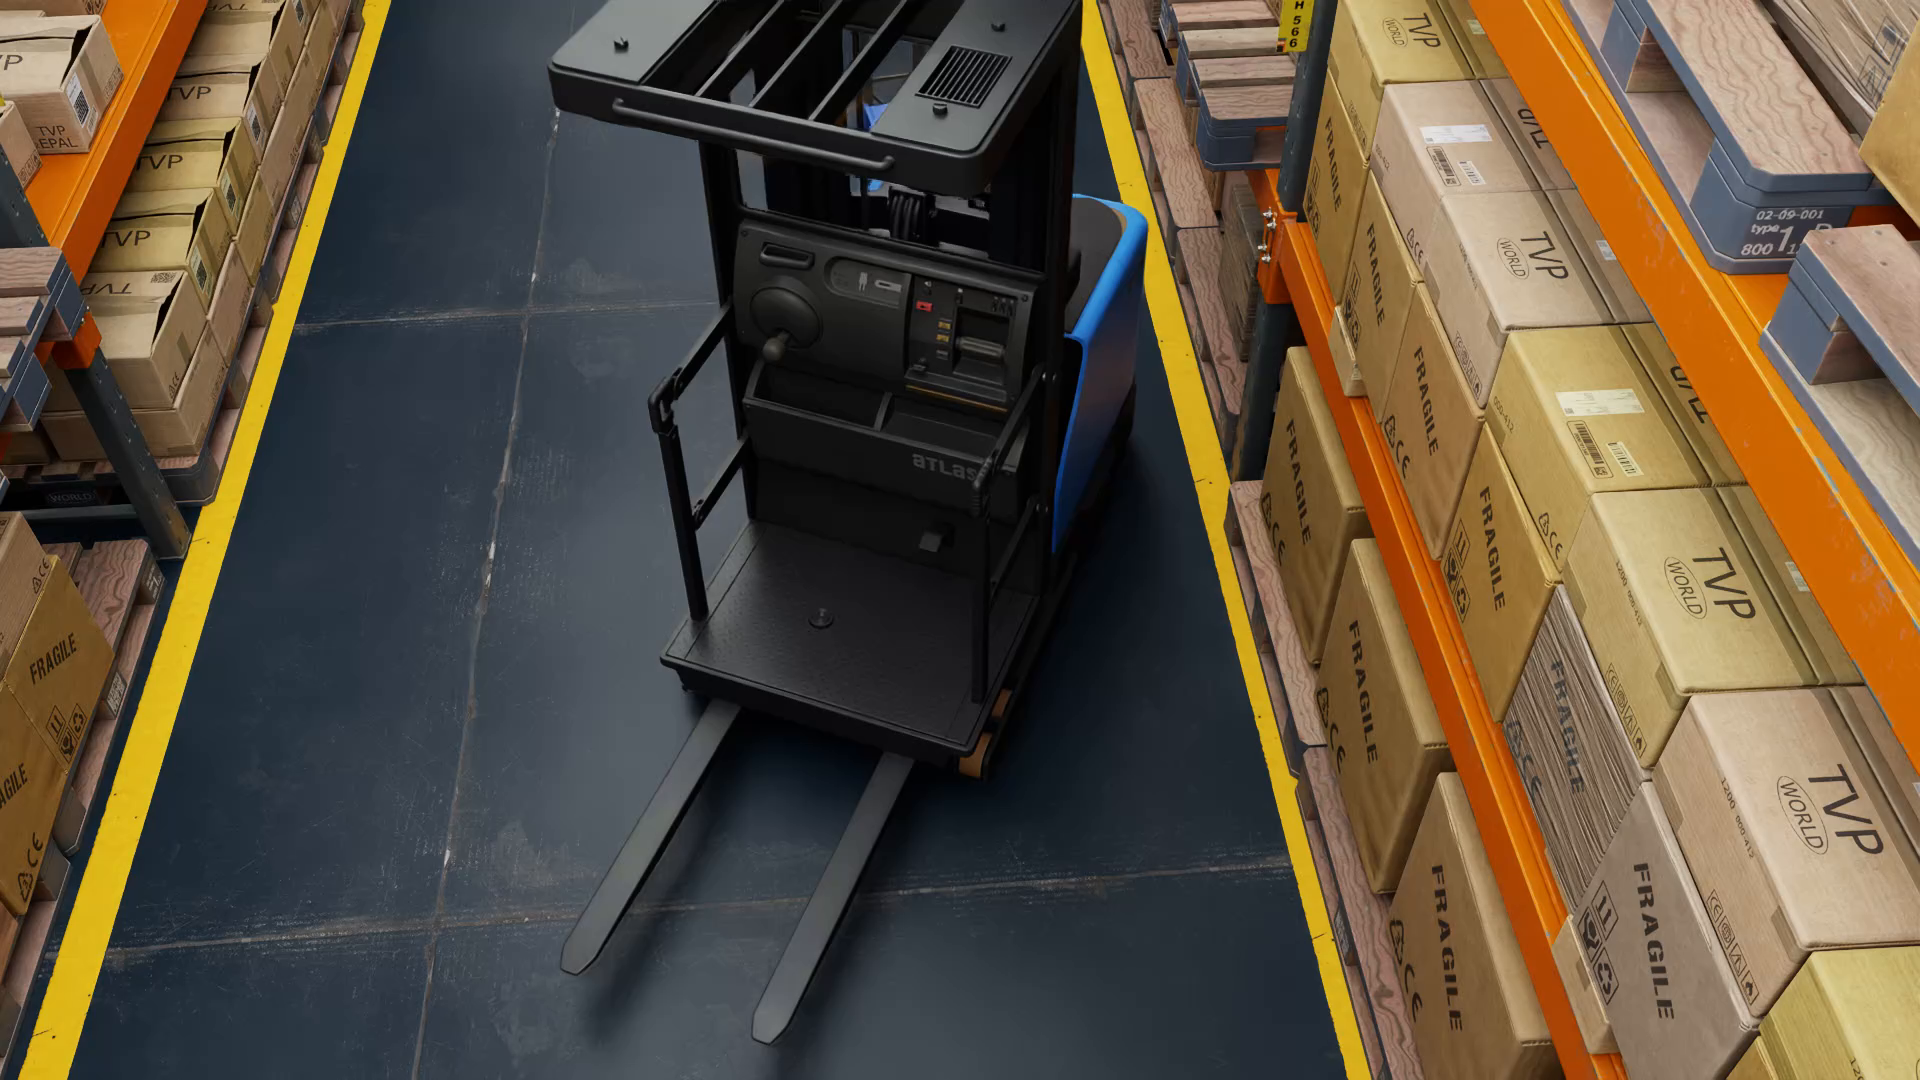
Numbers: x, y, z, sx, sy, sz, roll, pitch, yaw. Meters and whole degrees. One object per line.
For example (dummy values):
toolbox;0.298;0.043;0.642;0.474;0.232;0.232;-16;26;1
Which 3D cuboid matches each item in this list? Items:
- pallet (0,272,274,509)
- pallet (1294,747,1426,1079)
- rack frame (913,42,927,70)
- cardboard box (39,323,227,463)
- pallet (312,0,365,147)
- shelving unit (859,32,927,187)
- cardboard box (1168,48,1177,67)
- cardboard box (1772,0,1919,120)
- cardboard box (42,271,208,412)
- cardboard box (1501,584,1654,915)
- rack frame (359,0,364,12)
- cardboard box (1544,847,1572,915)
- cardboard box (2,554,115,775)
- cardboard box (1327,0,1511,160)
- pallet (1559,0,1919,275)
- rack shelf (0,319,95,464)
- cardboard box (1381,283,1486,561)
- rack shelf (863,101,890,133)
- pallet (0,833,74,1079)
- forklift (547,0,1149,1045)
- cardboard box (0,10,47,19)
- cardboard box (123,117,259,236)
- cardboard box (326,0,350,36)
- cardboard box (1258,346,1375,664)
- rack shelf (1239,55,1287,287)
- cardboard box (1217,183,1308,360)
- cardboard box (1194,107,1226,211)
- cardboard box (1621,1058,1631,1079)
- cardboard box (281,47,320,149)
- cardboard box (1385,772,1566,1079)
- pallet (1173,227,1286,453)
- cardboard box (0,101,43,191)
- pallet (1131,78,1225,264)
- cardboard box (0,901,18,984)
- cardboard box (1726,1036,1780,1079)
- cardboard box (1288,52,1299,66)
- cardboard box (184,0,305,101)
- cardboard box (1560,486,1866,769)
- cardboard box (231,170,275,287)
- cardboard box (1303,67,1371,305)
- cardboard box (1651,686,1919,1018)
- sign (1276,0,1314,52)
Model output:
pallet;-3.412;-0.608;6.681;1.003;0.211;1.213;-3;47;-3
pallet;1.644;1.141;5.024;1.003;0.211;1.213;-3;47;-3
rack frame;0.080;-1.275;6.425;0.500;1.500;0.032;-11;47;-10
cardboard box;-3.133;-0.565;6.324;0.500;0.250;0.500;-4;47;-3
pallet;-3.616;-2.374;8.353;1.003;0.211;1.213;-3;47;-3
shelving unit;-0.046;-1.633;6.763;0.538;1.500;1.048;-11;47;-10
cardboard box;1.390;-2.556;8.024;0.700;0.500;0.500;-4;47;-4
cardboard box;1.835;-1.005;2.698;0.700;0.500;0.500;-4;47;-3
cardboard box;-3.133;-0.758;6.120;0.500;0.311;0.500;-2;47;-2
cardboard box;1.513;0.426;3.493;0.500;0.500;0.500;-3;47;-3
rack frame;-3.717;-3.863;7.843;1.000;3.000;0.127;-3;47;-3
cardboard box;1.522;0.733;3.649;0.380;0.149;0.250;-3;47;-3
cardboard box;-3.070;0.401;5.222;0.500;0.500;0.500;-2;47;-2
cardboard box;1.337;-1.309;4.620;0.500;0.250;0.500;-2;47;-2
pallet;1.757;-0.968;3.165;1.003;0.211;1.213;-2;47;-1
rack shelf;-3.215;0.725;3.993;1.077;0.370;4.000;-3;47;-3
cardboard box;1.415;-0.311;4.191;0.500;0.500;0.500;-4;47;-3
rack shelf;-0.046;-1.509;6.894;0.538;0.185;1.000;-11;47;-10
pallet;-3.258;1.413;4.767;1.003;0.211;1.213;-3;47;-3
forklift;-0.309;-0.567;4.768;1.130;2.935;3.031;15;48;14
cardboard box;-3.545;-1.802;6.064;0.380;0.149;0.250;0;47;0
cardboard box;-3.226;-1.506;6.829;0.500;0.311;0.500;-5;47;-4
cardboard box;-3.393;-2.780;8.421;0.500;0.250;0.500;-4;47;-4
cardboard box;1.485;-0.138;5.506;0.750;0.750;0.750;-4;47;-4
rack shelf;1.386;-2.473;7.021;1.077;0.370;4.000;-3;47;-3
cardboard box;1.442;-1.083;6.628;0.700;0.500;0.500;-3;47;-3
cardboard box;1.445;-1.820;7.326;0.700;0.500;0.500;-4;47;-4
cardboard box;1.557;1.102;3.300;0.380;0.149;0.250;-2;47;-2
cardboard box;-3.310;-2.044;7.724;0.500;0.250;0.500;-3;47;-2
cardboard box;1.627;1.111;4.324;0.750;0.750;0.750;-2;47;-2
pallet;1.490;-0.880;6.938;1.003;0.211;1.213;-3;47;-3
cardboard box;-3.369;-1.204;5.386;0.500;0.311;0.500;-1;47;-1
pallet;1.391;-1.760;7.772;1.003;0.211;1.213;-3;47;-3
cardboard box;-2.977;1.155;4.509;0.500;0.500;0.500;-5;47;-5
cardboard box;1.599;1.159;2.799;0.500;0.500;0.500;-4;47;-4
cardboard box;1.505;-1.798;5.515;0.700;0.500;0.500;-8;47;-8
cardboard box;-3.308;-2.242;7.526;0.500;0.311;0.500;-4;47;-3
cardboard box;1.519;0.158;3.231;0.500;0.250;0.500;-3;47;-3
cardboard box;-3.226;-1.304;7.024;0.500;0.250;0.500;-5;47;-4
cardboard box;1.339;-1.050;4.891;0.500;0.500;0.500;-2;47;-2
cardboard box;1.561;0.527;2.881;0.500;0.250;0.500;-3;47;-2
sign;1.014;-1.604;4.960;0.100;0.325;0.005;-3;47;-3
